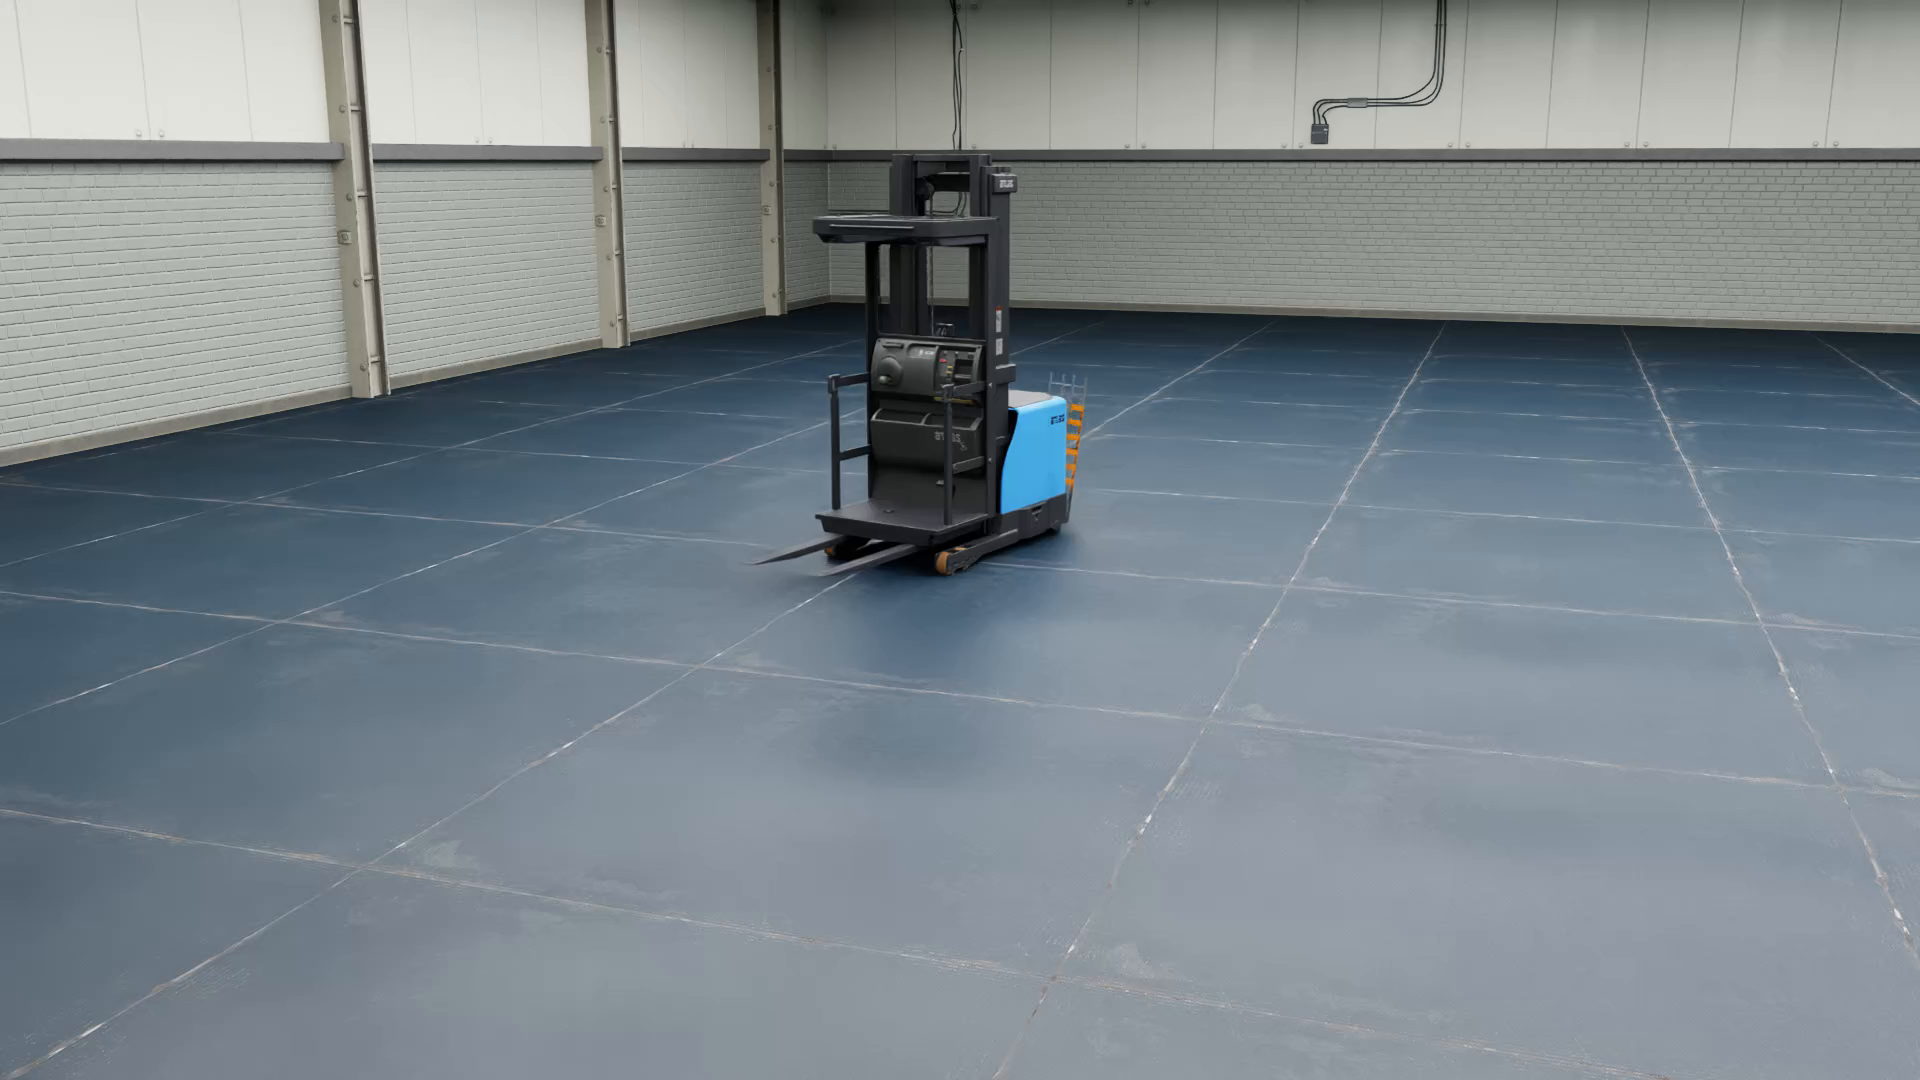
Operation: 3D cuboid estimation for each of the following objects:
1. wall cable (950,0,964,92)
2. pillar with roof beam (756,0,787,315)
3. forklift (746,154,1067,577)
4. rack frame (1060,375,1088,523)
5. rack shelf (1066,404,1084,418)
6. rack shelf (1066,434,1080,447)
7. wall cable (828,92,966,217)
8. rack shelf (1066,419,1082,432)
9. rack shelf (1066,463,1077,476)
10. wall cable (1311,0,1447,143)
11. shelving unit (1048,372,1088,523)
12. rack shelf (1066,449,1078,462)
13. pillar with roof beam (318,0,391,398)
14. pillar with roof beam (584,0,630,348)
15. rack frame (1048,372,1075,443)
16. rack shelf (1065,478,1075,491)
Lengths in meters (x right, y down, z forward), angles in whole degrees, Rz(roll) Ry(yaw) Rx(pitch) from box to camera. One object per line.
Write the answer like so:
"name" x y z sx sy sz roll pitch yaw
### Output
"wall cable" 1.215 -10.016 32.275 3.097 2.526 0.112 4 14 18
"pillar with roof beam" 0.524 -8.427 29.686 9.100 9.000 0.400 4 14 18
"forklift" -0.361 -1.296 12.080 1.130 2.935 3.031 8 15 32
"rack frame" 0.866 -0.749 13.627 0.240 1.200 0.006 10 4 36
"rack shelf" 0.851 -1.064 13.535 0.258 0.103 0.180 10 4 36
"rack shelf" 0.821 -0.827 13.549 0.258 0.103 0.180 10 4 36
"wall cable" -1.345 -7.748 33.690 3.097 2.526 0.112 4 14 18
"rack shelf" 0.836 -0.946 13.542 0.258 0.103 0.180 10 4 36
"rack shelf" 0.791 -0.589 13.564 0.258 0.103 0.180 10 4 36
"wall cable" 7.632 -10.233 29.957 2.305 6.003 0.169 4 14 18
"shelving unit" 0.811 -0.752 13.554 0.258 1.200 0.189 10 4 36
"rack shelf" 0.806 -0.708 13.556 0.258 0.103 0.180 10 4 36
"pillar with roof beam" -3.359 -5.900 18.616 9.100 9.000 0.400 4 14 18
"pillar with roof beam" -1.418 -7.164 24.151 9.100 9.000 0.400 4 14 18
"rack frame" 0.757 -0.754 13.480 0.240 1.200 0.006 10 4 36
"rack shelf" 0.776 -0.470 13.571 0.258 0.103 0.180 10 4 36
